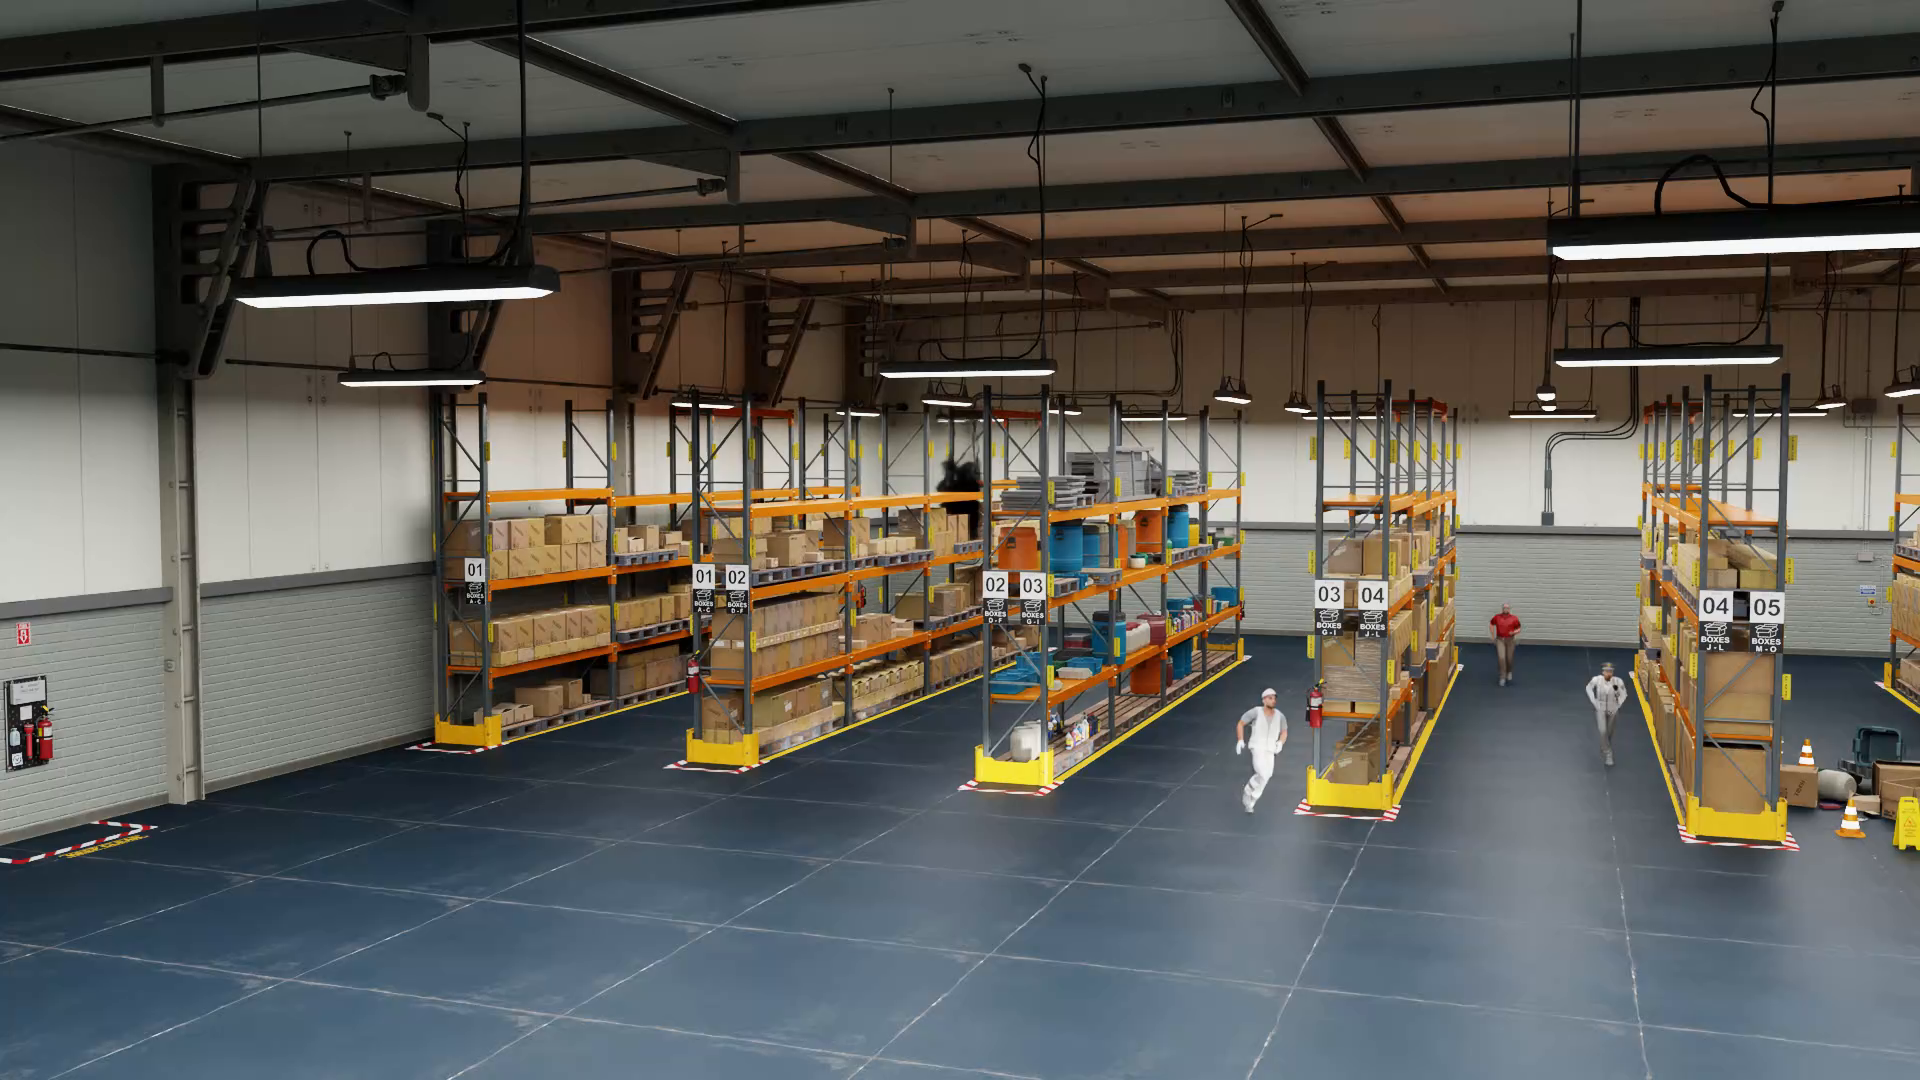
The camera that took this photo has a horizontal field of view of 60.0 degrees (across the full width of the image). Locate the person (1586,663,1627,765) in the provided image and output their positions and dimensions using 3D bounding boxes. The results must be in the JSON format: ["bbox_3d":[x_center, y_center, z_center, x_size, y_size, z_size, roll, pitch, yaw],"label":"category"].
[{"bbox_3d":[10.476,2.780,26.966,0.621,1.679,0.853,1,3,21],"label":"person"}]

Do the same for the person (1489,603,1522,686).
[{"bbox_3d":[11.779,2.232,35.928,0.663,1.742,0.852,1,3,18],"label":"person"}]

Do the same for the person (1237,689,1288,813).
[{"bbox_3d":[4.207,2.917,22.938,0.710,1.714,0.585,-1,3,-12],"label":"person"}]
